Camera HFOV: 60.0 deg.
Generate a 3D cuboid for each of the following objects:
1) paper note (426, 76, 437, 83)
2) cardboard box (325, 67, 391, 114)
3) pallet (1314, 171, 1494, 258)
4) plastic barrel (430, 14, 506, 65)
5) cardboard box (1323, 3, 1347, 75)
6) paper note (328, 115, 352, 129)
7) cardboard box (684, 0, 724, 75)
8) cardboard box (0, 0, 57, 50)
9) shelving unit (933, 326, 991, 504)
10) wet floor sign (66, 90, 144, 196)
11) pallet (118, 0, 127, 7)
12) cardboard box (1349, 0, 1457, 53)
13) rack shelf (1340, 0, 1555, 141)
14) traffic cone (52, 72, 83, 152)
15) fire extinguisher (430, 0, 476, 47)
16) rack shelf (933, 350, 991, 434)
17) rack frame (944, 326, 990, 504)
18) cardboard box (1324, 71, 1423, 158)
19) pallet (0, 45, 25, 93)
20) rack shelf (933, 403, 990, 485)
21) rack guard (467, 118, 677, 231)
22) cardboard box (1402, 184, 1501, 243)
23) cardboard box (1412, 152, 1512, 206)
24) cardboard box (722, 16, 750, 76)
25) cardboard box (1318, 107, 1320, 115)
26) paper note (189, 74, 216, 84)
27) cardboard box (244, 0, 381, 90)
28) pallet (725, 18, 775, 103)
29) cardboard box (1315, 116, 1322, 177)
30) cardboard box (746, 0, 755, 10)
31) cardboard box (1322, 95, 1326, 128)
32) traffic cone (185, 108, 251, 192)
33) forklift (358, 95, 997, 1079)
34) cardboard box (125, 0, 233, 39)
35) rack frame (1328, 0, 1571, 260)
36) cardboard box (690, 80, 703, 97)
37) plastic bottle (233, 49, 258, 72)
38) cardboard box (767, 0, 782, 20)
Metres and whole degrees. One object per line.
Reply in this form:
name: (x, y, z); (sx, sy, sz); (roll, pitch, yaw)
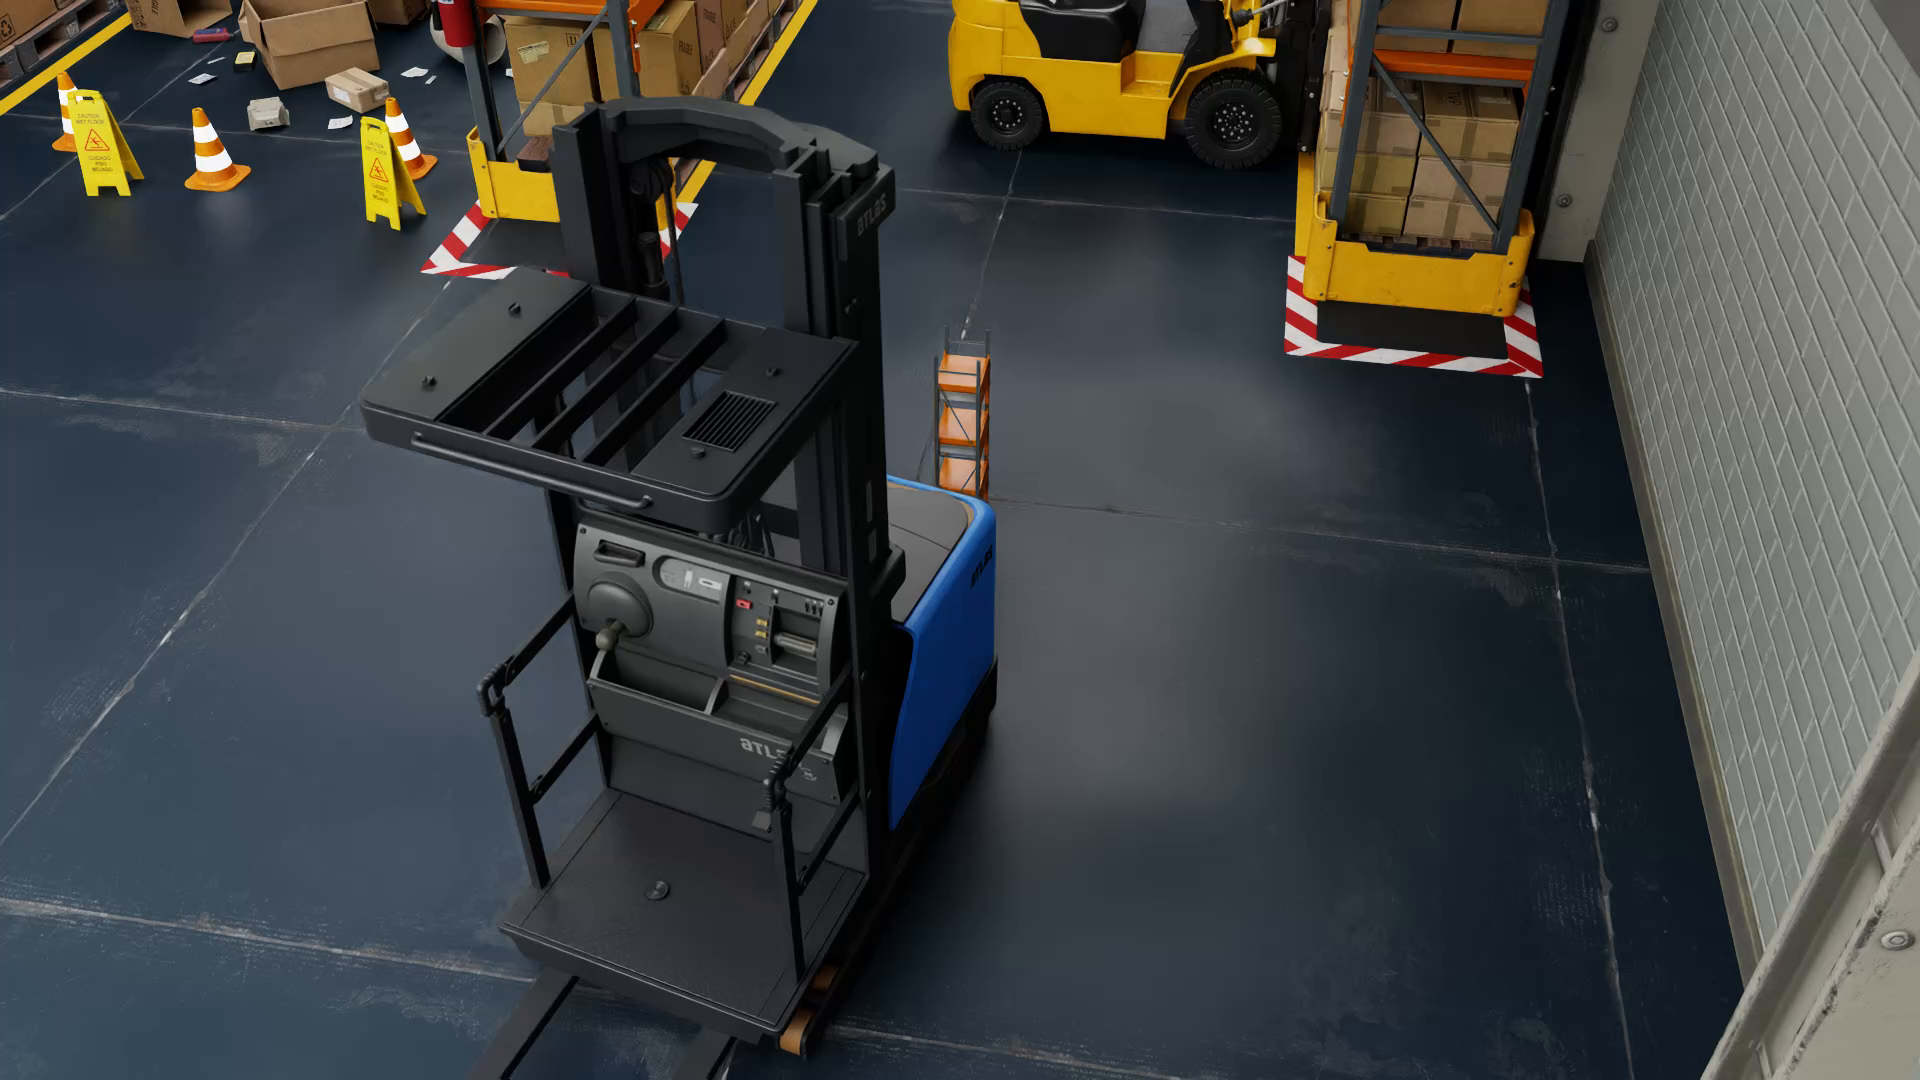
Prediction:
paper note: (-3.702, -3.223, 11.640); (0.032, 0.001, 0.123); (6, 40, 8)
cardboard box: (-4.104, -3.069, 11.346); (0.380, 0.149, 0.250); (28, 47, 30)
pallet: (2.639, -1.988, 9.989); (1.003, 0.211, 1.213); (6, 40, 8)
plastic barrel: (-3.475, -3.593, 11.764); (0.421, 0.421, 0.512); (-28, 47, -30)
cardboard box: (2.481, -3.028, 10.102); (0.500, 0.250, 0.500); (7, 40, 8)
paper note: (-4.138, -2.792, 11.102); (0.148, 0.019, 0.142); (-6, 40, -8)
cardboard box: (-1.840, -3.334, 10.668); (0.500, 0.500, 0.500); (5, 40, 6)
cardboard box: (-7.032, -3.934, 11.492); (0.875, 0.875, 0.875); (6, 40, 7)
shelving unit: (0.009, -0.438, 7.456); (0.215, 1.050, 0.252); (6, 40, 8)
wet floor sign: (-5.289, -2.462, 10.221); (0.267, 0.644, 0.232); (0, 40, 0)
pallet: (-6.751, -4.572, 13.115); (1.003, 0.211, 1.213); (6, 40, 8)
cardboard box: (2.375, -2.954, 8.891); (0.500, 0.500, 0.500); (6, 40, 7)
rack shelf: (2.894, -3.556, 10.262); (1.077, 0.370, 4.000); (6, 40, 8)
traffic cone: (-5.744, -2.804, 10.779); (0.336, 0.463, 0.334); (6, 40, 8)
fire extinguisher: (-2.815, -3.072, 9.173); (0.296, 0.674, 0.183); (6, 40, 8)
rack shelf: (0.009, -0.649, 7.282); (0.215, 0.259, 0.240); (6, 40, 8)
rack frame: (0.030, -0.515, 7.549); (0.200, 1.050, 0.008); (6, 40, 8)
cardboard box: (2.321, -2.389, 9.329); (0.500, 0.250, 0.500); (8, 40, 9)
pallet: (-7.173, -3.041, 11.263); (1.003, 0.211, 1.213); (6, 40, 8)
rack shelf: (0.009, -0.430, 7.463); (0.215, 0.259, 0.240); (6, 40, 8)
rack guard: (-2.328, -2.207, 10.028); (1.175, 0.500, 0.348); (6, 40, 8)
cardboard box: (2.826, -1.967, 9.603); (0.500, 0.250, 0.500); (7, 40, 8)
cardboard box: (2.834, -2.145, 9.426); (0.500, 0.250, 0.500); (7, 40, 8)
cardboard box: (-1.752, -3.364, 11.293); (0.500, 0.250, 0.500); (9, 40, 11)
cardboard box: (2.577, -2.962, 10.807); (0.500, 0.250, 0.500); (8, 40, 9)
paper note: (-5.298, -3.231, 11.636); (0.144, 0.017, 0.142); (20, 44, 23)
cardboard box: (-4.531, -3.542, 11.640); (0.797, 0.503, 0.637); (-20, 44, -23)
pallet: (-1.939, -3.365, 11.655); (1.003, 0.211, 1.213); (6, 40, 8)
cardboard box: (2.414, -2.321, 10.032); (0.500, 0.250, 0.500); (6, 40, 8)
cardboard box: (-1.661, -3.984, 11.454); (0.500, 0.500, 0.500); (8, 40, 10)
cardboard box: (2.422, -2.526, 9.888); (0.500, 0.250, 0.500); (6, 40, 7)
traffic cone: (-4.689, -2.466, 10.370); (0.336, 0.463, 0.334); (6, 40, 8)
forklift: (-0.888, 0.301, 5.086); (1.130, 2.935, 3.031); (15, 42, 17)
cardboard box: (-5.800, -4.066, 12.274); (0.500, 0.500, 0.500); (13, 41, 15)
rack frame: (2.548, -2.578, 8.514); (1.000, 3.000, 0.127); (6, 40, 8)
cardboard box: (-1.929, -2.701, 10.491); (0.500, 0.250, 0.500); (6, 40, 7)
plastic bottle: (-5.083, -3.419, 11.837); (0.133, 0.061, 0.283); (-6, 40, -8)
cardboard box: (-1.569, -4.000, 12.062); (0.500, 0.250, 0.500); (5, 40, 6)
